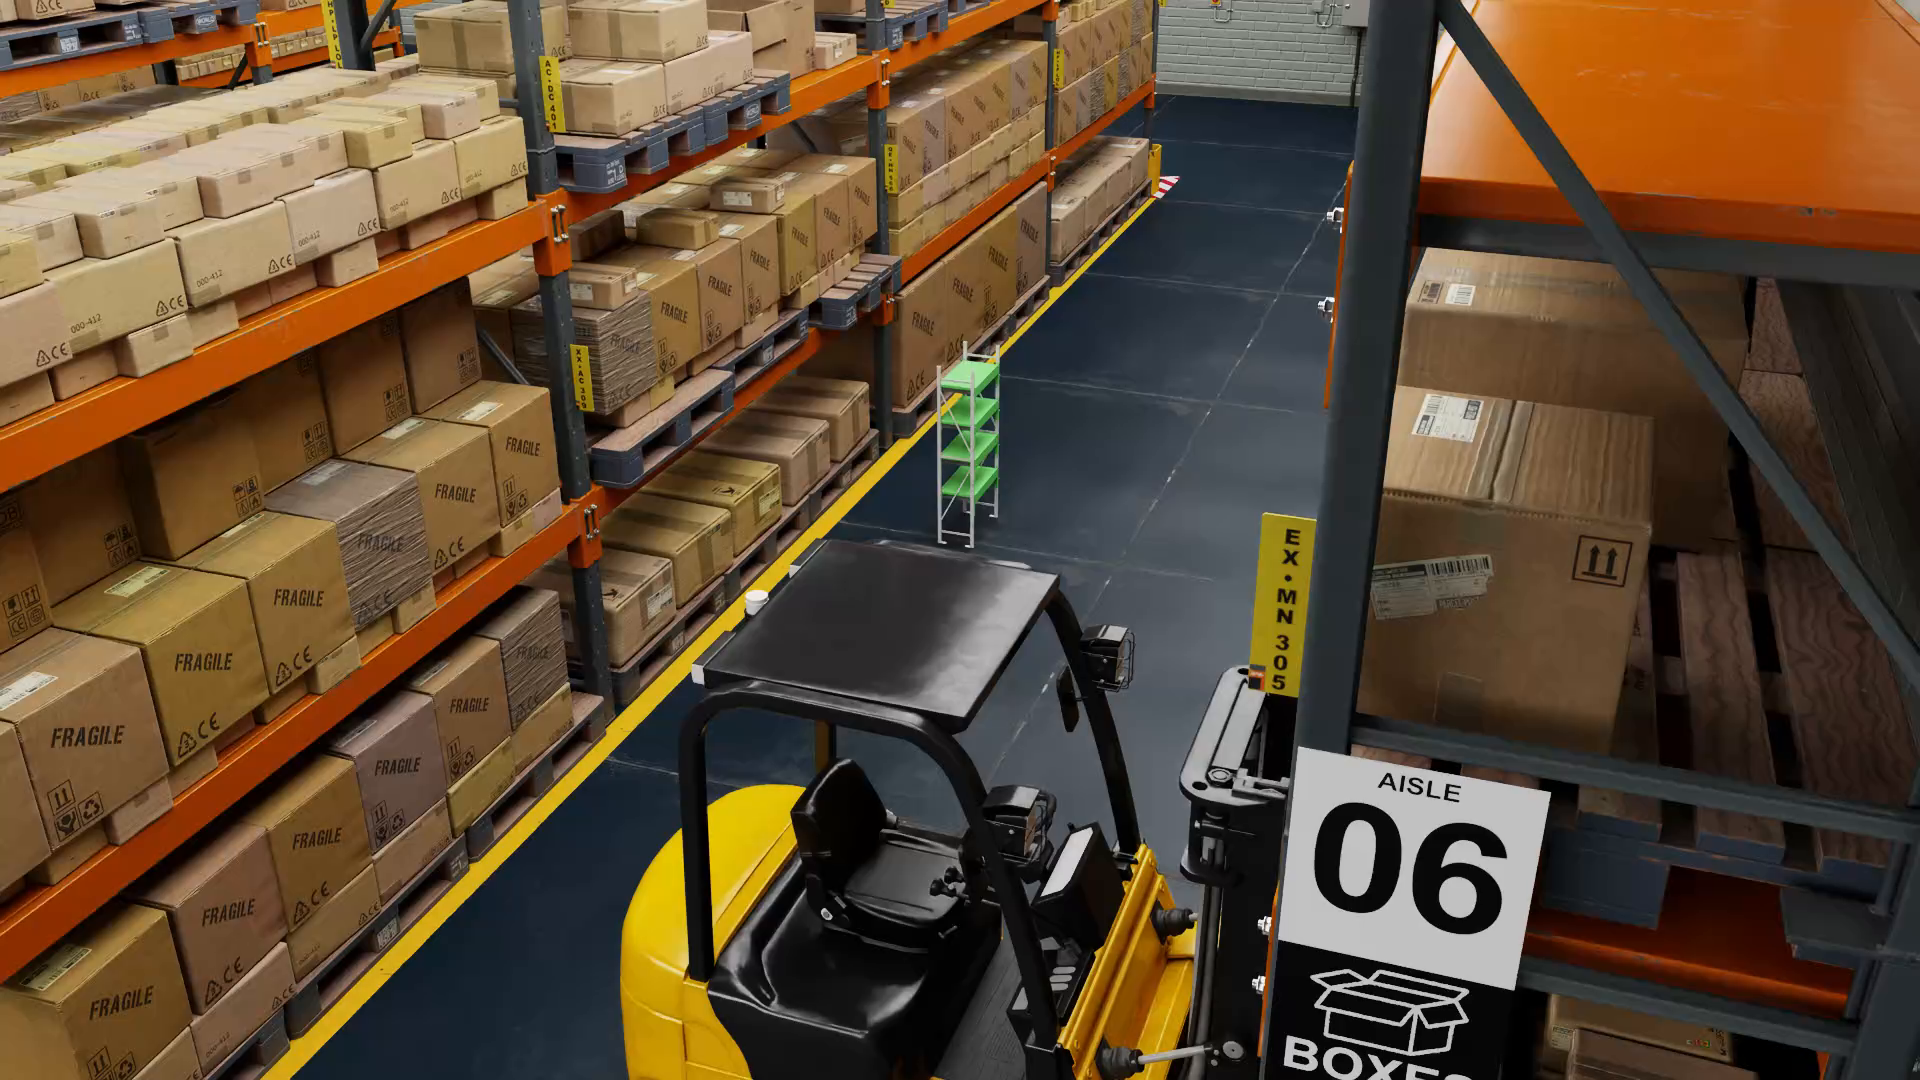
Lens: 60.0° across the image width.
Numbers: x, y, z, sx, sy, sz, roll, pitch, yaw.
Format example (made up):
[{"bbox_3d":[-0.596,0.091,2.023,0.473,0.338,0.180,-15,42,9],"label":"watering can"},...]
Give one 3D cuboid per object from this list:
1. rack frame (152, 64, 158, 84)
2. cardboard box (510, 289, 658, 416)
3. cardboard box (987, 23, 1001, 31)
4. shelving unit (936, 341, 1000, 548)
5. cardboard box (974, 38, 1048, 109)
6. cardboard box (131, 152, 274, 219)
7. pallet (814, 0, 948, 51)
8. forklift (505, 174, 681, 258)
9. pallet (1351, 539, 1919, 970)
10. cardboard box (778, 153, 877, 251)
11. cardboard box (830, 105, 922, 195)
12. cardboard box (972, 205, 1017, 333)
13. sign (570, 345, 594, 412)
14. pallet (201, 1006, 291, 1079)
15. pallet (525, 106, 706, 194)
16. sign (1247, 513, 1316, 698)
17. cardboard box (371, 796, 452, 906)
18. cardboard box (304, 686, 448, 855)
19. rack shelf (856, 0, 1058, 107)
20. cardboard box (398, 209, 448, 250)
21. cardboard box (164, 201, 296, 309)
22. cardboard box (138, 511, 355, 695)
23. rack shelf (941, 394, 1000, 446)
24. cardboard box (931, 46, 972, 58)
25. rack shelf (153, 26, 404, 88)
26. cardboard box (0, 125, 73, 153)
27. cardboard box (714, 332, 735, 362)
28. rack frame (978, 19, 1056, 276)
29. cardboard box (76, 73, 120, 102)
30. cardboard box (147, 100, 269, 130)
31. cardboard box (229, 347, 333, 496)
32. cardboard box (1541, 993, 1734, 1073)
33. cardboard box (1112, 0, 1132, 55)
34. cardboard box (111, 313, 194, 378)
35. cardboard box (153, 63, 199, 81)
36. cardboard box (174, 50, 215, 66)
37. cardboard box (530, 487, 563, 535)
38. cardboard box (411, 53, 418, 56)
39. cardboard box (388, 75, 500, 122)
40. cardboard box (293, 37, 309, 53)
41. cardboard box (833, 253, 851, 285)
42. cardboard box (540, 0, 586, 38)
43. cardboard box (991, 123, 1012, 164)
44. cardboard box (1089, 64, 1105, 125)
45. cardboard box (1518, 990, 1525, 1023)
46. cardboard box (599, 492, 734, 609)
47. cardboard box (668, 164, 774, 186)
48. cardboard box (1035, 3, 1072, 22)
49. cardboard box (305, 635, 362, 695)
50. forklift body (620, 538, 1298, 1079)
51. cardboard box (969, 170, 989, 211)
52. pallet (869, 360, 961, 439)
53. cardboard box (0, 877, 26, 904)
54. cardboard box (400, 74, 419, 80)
[{"bbox_3d":[-8.996,-5.179,18.005,1.000,3.000,0.127,9,27,17],"label":"rack frame"},{"bbox_3d":[-1.886,-0.973,8.380,0.500,0.500,0.500,9,27,19],"label":"cardboard box"},{"bbox_3d":[0.152,-4.702,15.012,0.380,0.149,0.250,8,27,16],"label":"cardboard box"},{"bbox_3d":[0.055,-0.608,10.629,0.258,1.200,0.503,9,27,17],"label":"shelving unit"},{"bbox_3d":[0.437,-4.017,14.343,0.500,0.500,0.500,10,27,19],"label":"cardboard box"},{"bbox_3d":[-2.638,-1.237,5.795,0.380,0.149,0.250,9,27,18],"label":"cardboard box"},{"bbox_3d":[-0.817,-3.636,11.591,1.213,0.211,1.003,10,28,20],"label":"pallet"},{"bbox_3d":[-2.745,-2.328,12.196,1.130,2.935,3.031,10,28,19],"label":"forklift"},{"bbox_3d":[1.298,0.311,3.326,1.003,0.211,1.213,9,27,17],"label":"pallet"},{"bbox_3d":[-0.871,-2.239,10.994,0.500,0.500,0.500,8,27,16],"label":"cardboard box"},{"bbox_3d":[-0.587,-2.760,11.747,0.500,0.500,0.500,8,27,16],"label":"cardboard box"},{"bbox_3d":[-0.075,-2.336,14.089,0.875,0.875,0.875,10,27,19],"label":"cardboard box"},{"bbox_3d":[-1.799,-0.769,7.902,0.100,0.325,0.005,9,27,17],"label":"sign"},{"bbox_3d":[-3.315,2.084,6.203,1.003,0.211,1.213,9,27,17],"label":"pallet"},{"bbox_3d":[-2.007,-1.958,8.126,1.213,0.211,1.003,9,27,17],"label":"pallet"},{"bbox_3d":[0.531,0.110,2.713,0.100,0.325,0.005,9,27,17],"label":"sign"},{"bbox_3d":[-2.597,1.305,7.287,0.500,0.250,0.500,9,27,18],"label":"cardboard box"},{"bbox_3d":[-2.593,0.958,7.143,0.500,0.500,0.500,10,28,20],"label":"cardboard box"},{"bbox_3d":[-0.316,-3.946,12.842,1.077,0.370,4.000,9,27,17],"label":"rack shelf"},{"bbox_3d":[-2.360,-1.318,6.876,0.380,0.149,0.250,9,27,18],"label":"cardboard box"},{"bbox_3d":[-2.711,-1.024,5.812,0.500,0.250,0.500,9,27,19],"label":"cardboard box"},{"bbox_3d":[-2.725,0.223,6.391,0.500,0.500,0.500,8,27,16],"label":"cardboard box"},{"bbox_3d":[0.055,-0.767,10.552,0.258,0.148,0.480,9,27,17],"label":"rack shelf"},{"bbox_3d":[-0.211,-3.885,14.069,0.500,0.500,0.500,9,27,17],"label":"cardboard box"},{"bbox_3d":[-8.330,-5.677,19.859,1.077,0.370,4.000,9,27,17],"label":"rack shelf"},{"bbox_3d":[-6.348,-2.457,11.121,0.700,0.500,0.500,8,27,17],"label":"cardboard box"},{"bbox_3d":[-1.508,-1.142,9.472,0.380,0.149,0.250,9,27,18],"label":"cardboard box"},{"bbox_3d":[0.349,-3.742,15.037,1.000,3.000,0.127,9,27,17],"label":"rack frame"},{"bbox_3d":[-9.065,-4.790,17.086,0.500,0.500,0.500,10,27,19],"label":"cardboard box"},{"bbox_3d":[-2.993,-1.646,6.638,0.380,0.149,0.250,9,27,17],"label":"cardboard box"},{"bbox_3d":[-3.047,-0.525,6.788,0.700,0.500,0.500,8,27,16],"label":"cardboard box"},{"bbox_3d":[1.545,1.117,3.801,0.380,0.149,0.250,9,27,18],"label":"cardboard box"},{"bbox_3d":[1.431,-5.226,16.840,0.500,0.500,0.500,9,27,17],"label":"cardboard box"},{"bbox_3d":[-2.801,-0.668,5.535,0.380,0.149,0.250,9,27,18],"label":"cardboard box"},{"bbox_3d":[-8.584,-5.139,18.211,0.380,0.149,0.250,9,27,18],"label":"cardboard box"},{"bbox_3d":[-8.592,-5.401,18.293,0.500,0.250,0.500,8,27,16],"label":"cardboard box"},{"bbox_3d":[-2.132,-0.165,7.937,0.380,0.149,0.250,8,27,17],"label":"cardboard box"},{"bbox_3d":[-5.004,-4.551,15.832,0.380,0.149,0.250,10,27,19],"label":"cardboard box"},{"bbox_3d":[-2.212,-1.888,7.140,0.380,0.149,0.250,9,27,19],"label":"cardboard box"},{"bbox_3d":[-7.982,-5.888,19.756,0.380,0.149,0.250,9,27,18],"label":"cardboard box"},{"bbox_3d":[-0.931,-1.775,10.780,0.380,0.149,0.250,9,27,17],"label":"cardboard box"},{"bbox_3d":[-1.921,-2.830,8.828,0.500,0.250,0.500,9,27,18],"label":"cardboard box"},{"bbox_3d":[0.106,-3.263,13.645,0.500,0.250,0.500,9,27,19],"label":"cardboard box"},{"bbox_3d":[1.095,-4.352,16.181,0.500,0.500,0.500,9,27,18],"label":"cardboard box"},{"bbox_3d":[1.781,1.275,4.561,0.500,0.500,0.500,8,27,17],"label":"cardboard box"},{"bbox_3d":[-1.905,0.027,9.785,0.950,0.372,0.625,11,28,21],"label":"cardboard box"},{"bbox_3d":[-1.516,-2.100,10.706,0.500,0.500,0.500,10,28,20],"label":"cardboard box"},{"bbox_3d":[0.815,-4.840,15.298,0.380,0.149,0.250,8,27,17],"label":"cardboard box"},{"bbox_3d":[-2.632,0.465,6.636,0.380,0.149,0.250,9,27,18],"label":"cardboard box"},{"bbox_3d":[-0.051,1.246,5.709,2.313,2.155,1.214,9,27,17],"label":"forklift body"},{"bbox_3d":[-0.086,-2.827,13.319,0.500,0.250,0.500,9,27,17],"label":"cardboard box"},{"bbox_3d":[-0.648,-1.156,12.896,1.003,0.211,1.213,9,27,17],"label":"pallet"},{"bbox_3d":[-3.265,1.087,5.351,0.380,0.149,0.250,9,27,18],"label":"cardboard box"},{"bbox_3d":[-4.736,-4.033,14.762,0.380,0.149,0.250,8,27,15],"label":"cardboard box"}]
